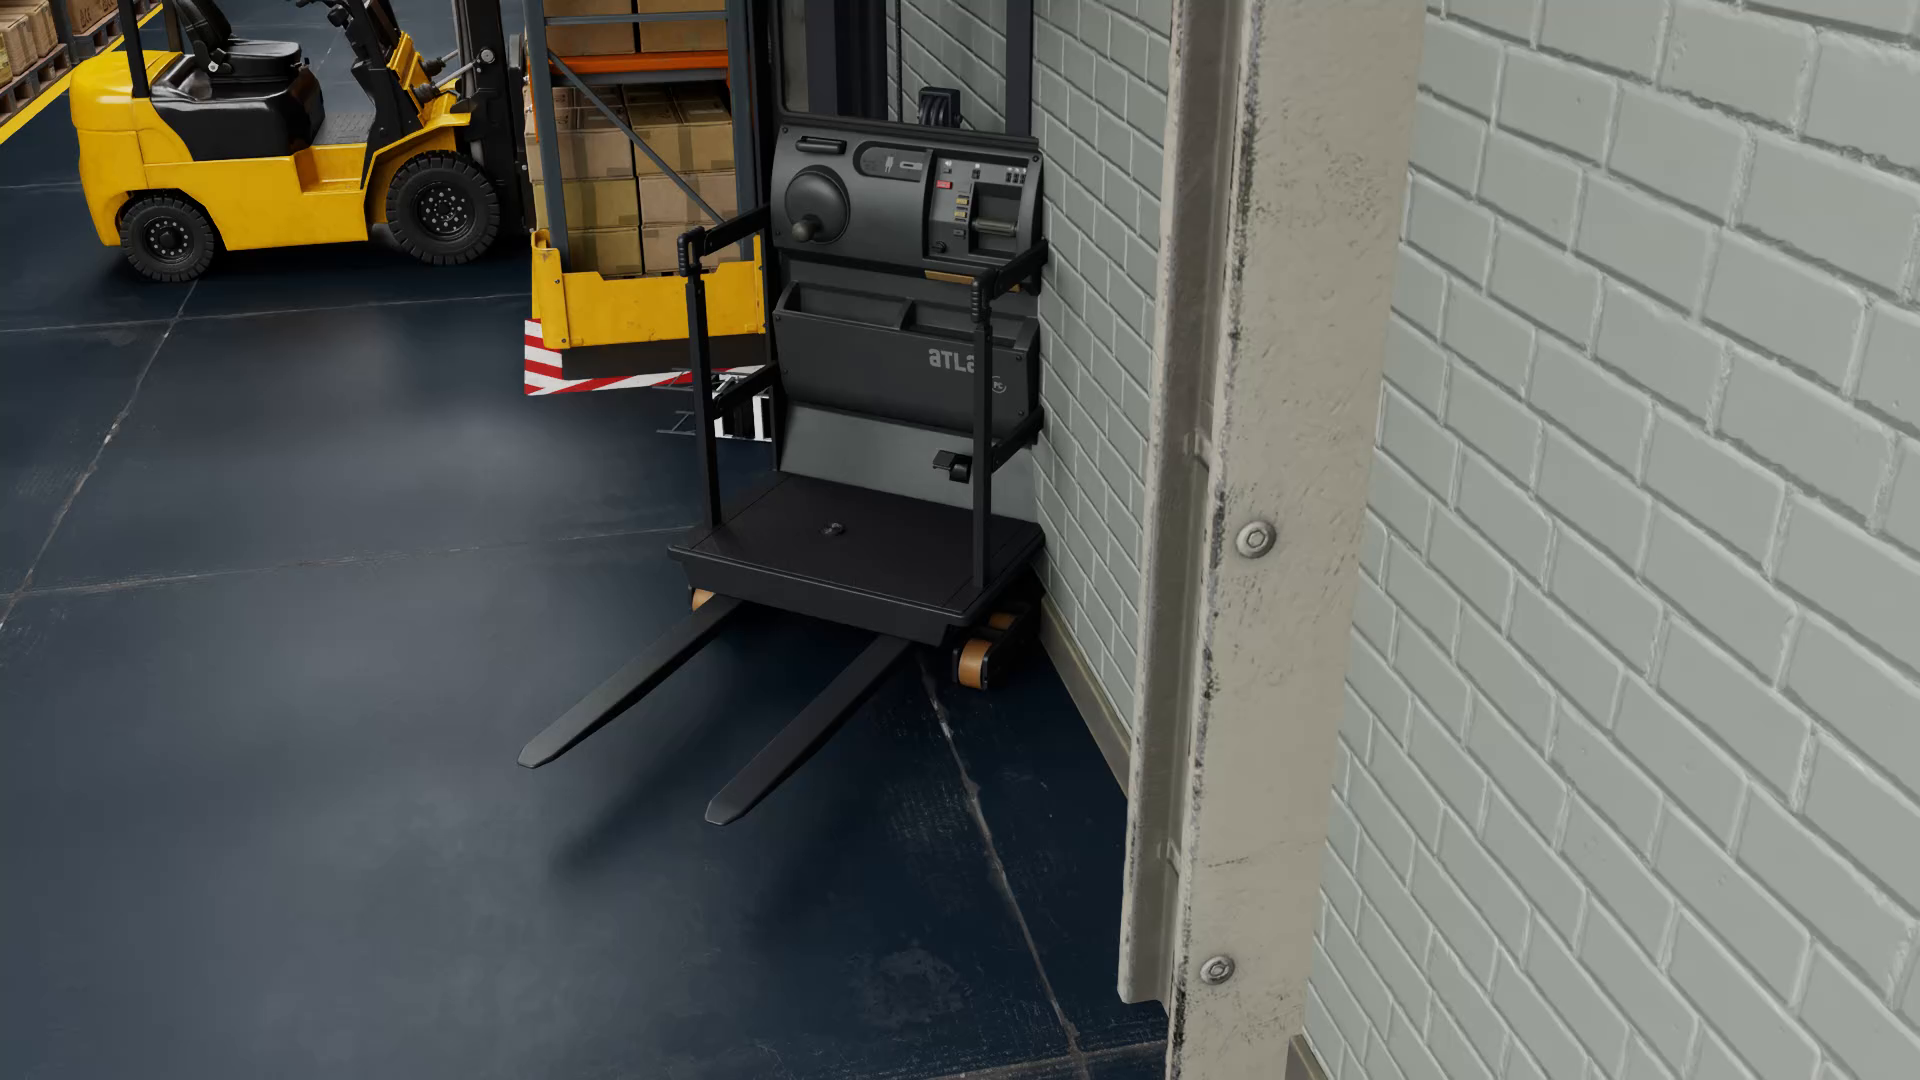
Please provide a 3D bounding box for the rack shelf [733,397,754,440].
[{"bbox_3d":[-0.899,-0.574,7.146,0.077,0.200,0.258,5,27,12],"label":"rack shelf"}]

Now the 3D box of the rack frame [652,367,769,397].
[{"bbox_3d":[-0.845,-0.659,7.089,0.900,0.006,0.240,5,27,12],"label":"rack frame"}]

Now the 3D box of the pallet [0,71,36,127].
[{"bbox_3d":[-7.687,-3.291,12.535,1.003,0.211,1.213,-6,27,-12],"label":"pallet"}]

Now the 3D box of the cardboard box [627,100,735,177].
[{"bbox_3d":[-1.419,-2.043,8.445,0.500,0.250,0.500,-6,27,-12],"label":"cardboard box"}]

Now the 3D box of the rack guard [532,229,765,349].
[{"bbox_3d":[-1.489,-1.280,8.232,1.175,0.500,0.348,-6,27,-12],"label":"rack guard"}]

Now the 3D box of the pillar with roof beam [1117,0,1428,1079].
[{"bbox_3d":[-3.616,-2.411,1.040,9.100,9.000,0.400,-6,27,-12],"label":"pillar with roof beam"}]

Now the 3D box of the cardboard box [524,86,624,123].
[{"bbox_3d":[-2.023,-2.207,8.770,0.500,0.250,0.500,-5,27,-11],"label":"cardboard box"}]

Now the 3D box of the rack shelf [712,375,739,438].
[{"bbox_3d":[-0.987,-0.582,7.164,0.077,0.200,0.258,5,27,12],"label":"rack shelf"}]

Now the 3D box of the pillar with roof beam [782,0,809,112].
[{"bbox_3d":[-4.968,-5.045,6.259,9.100,9.000,0.400,-6,27,-12],"label":"pillar with roof beam"}]

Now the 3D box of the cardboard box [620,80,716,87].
[{"bbox_3d":[-1.637,-2.483,9.316,0.500,0.250,0.500,-6,27,-12],"label":"cardboard box"}]

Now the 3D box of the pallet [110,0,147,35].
[{"bbox_3d":[-8.509,-5.057,16.034,1.003,0.211,1.213,-6,27,-12],"label":"pallet"}]

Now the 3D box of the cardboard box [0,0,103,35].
[{"bbox_3d":[-8.208,-4.964,14.648,0.875,0.875,0.875,-6,27,-12],"label":"cardboard box"}]

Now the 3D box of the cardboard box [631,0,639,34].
[{"bbox_3d":[-1.475,-2.924,8.603,0.500,0.500,0.500,-5,27,-10],"label":"cardboard box"}]

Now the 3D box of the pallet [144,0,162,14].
[{"bbox_3d":[-8.787,-5.593,17.097,1.003,0.211,1.213,-6,27,-12],"label":"pallet"}]

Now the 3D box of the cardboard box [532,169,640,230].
[{"bbox_3d":[-1.909,-1.772,8.462,0.500,0.250,0.500,-6,27,-12],"label":"cardboard box"}]

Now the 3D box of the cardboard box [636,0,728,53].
[{"bbox_3d":[-1.336,-2.697,8.154,0.500,0.500,0.500,-5,27,-10],"label":"cardboard box"}]

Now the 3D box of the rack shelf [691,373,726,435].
[{"bbox_3d":[-1.075,-0.590,7.182,0.077,0.200,0.258,5,27,12],"label":"rack shelf"}]

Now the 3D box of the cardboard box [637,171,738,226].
[{"bbox_3d":[-1.398,-1.818,8.553,0.500,0.250,0.500,-5,27,-11],"label":"cardboard box"}]

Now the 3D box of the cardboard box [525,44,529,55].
[{"bbox_3d":[-2.364,-2.882,10.107,0.500,0.250,0.500,-5,27,-10],"label":"cardboard box"}]

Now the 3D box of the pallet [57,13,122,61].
[{"bbox_3d":[-8.237,-4.522,14.975,1.003,0.211,1.213,-6,27,-12],"label":"pallet"}]

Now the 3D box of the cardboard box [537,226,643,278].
[{"bbox_3d":[-1.909,-1.541,8.560,0.500,0.250,0.500,-6,27,-11],"label":"cardboard box"}]

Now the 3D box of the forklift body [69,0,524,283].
[{"bbox_3d":[-3.700,-2.675,9.163,2.313,2.155,1.214,-6,27,-12],"label":"forklift body"}]

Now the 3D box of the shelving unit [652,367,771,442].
[{"bbox_3d":[-0.844,-0.568,7.135,0.900,0.210,0.258,5,27,12],"label":"shelving unit"}]

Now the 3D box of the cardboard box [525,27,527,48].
[{"bbox_3d":[-2.488,-3.100,10.538,0.500,0.250,0.500,-6,27,-12],"label":"cardboard box"}]

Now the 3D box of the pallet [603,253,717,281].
[{"bbox_3d":[-1.708,-1.494,8.975,1.003,0.211,1.213,-6,27,-12],"label":"pallet"}]

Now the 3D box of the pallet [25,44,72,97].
[{"bbox_3d":[-7.958,-3.825,13.594,1.003,0.211,1.213,-6,27,-12],"label":"pallet"}]

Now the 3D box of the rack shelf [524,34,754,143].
[{"bbox_3d":[-1.946,-2.964,9.591,1.077,0.370,4.000,-6,27,-12],"label":"rack shelf"}]

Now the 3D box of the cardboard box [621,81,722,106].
[{"bbox_3d":[-1.535,-2.262,8.879,0.500,0.250,0.500,-6,27,-12],"label":"cardboard box"}]

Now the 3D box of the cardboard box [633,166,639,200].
[{"bbox_3d":[-1.522,-2.037,8.987,0.500,0.250,0.500,-6,27,-12],"label":"cardboard box"}]

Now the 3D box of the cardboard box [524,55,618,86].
[{"bbox_3d":[-2.254,-2.651,9.649,0.500,0.250,0.500,-7,28,-13],"label":"cardboard box"}]

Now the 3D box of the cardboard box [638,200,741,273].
[{"bbox_3d":[-1.415,-1.602,8.681,0.500,0.250,0.500,-6,27,-11],"label":"cardboard box"}]

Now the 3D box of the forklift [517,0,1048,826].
[{"bbox_3d":[-0.267,-1.054,5.084,1.130,2.935,3.031,12,29,22],"label":"forklift"}]

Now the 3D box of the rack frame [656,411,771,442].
[{"bbox_3d":[-0.843,-0.478,7.180,0.900,0.006,0.240,5,27,12],"label":"rack frame"}]

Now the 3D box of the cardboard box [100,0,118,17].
[{"bbox_3d":[-8.405,-5.356,15.424,0.875,0.875,0.875,-6,27,-11],"label":"cardboard box"}]

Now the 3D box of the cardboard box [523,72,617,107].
[{"bbox_3d":[-2.147,-2.428,9.207,0.500,0.250,0.500,-6,27,-11],"label":"cardboard box"}]

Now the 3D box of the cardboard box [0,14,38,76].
[{"bbox_3d":[-7.841,-3.855,13.010,0.950,0.372,0.625,-6,27,-13],"label":"cardboard box"}]

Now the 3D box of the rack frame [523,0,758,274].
[{"bbox_3d":[-1.495,-2.407,7.690,1.000,3.000,0.127,-6,27,-12],"label":"rack frame"}]

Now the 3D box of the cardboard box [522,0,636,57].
[{"bbox_3d":[-1.862,-2.641,8.042,0.500,0.500,0.500,-7,28,-13],"label":"cardboard box"}]

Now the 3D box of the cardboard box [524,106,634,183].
[{"bbox_3d":[-1.902,-1.984,8.327,0.500,0.250,0.500,-5,27,-10],"label":"cardboard box"}]

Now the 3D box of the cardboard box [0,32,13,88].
[{"bbox_3d":[-7.676,-3.522,12.349,0.950,0.372,0.625,-5,27,-10],"label":"cardboard box"}]

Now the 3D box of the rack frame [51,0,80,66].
[{"bbox_3d":[-8.133,-5.413,13.646,1.000,3.000,0.127,-6,27,-12],"label":"rack frame"}]

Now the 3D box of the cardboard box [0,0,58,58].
[{"bbox_3d":[-8.015,-4.179,13.650,0.950,0.372,0.625,-8,28,-15],"label":"cardboard box"}]

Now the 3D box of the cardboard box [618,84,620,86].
[{"bbox_3d":[-1.746,-2.709,9.764,0.500,0.250,0.500,-6,27,-13],"label":"cardboard box"}]

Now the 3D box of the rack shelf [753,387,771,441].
[{"bbox_3d":[-0.811,-0.565,7.128,0.077,0.200,0.258,5,27,12],"label":"rack shelf"}]
